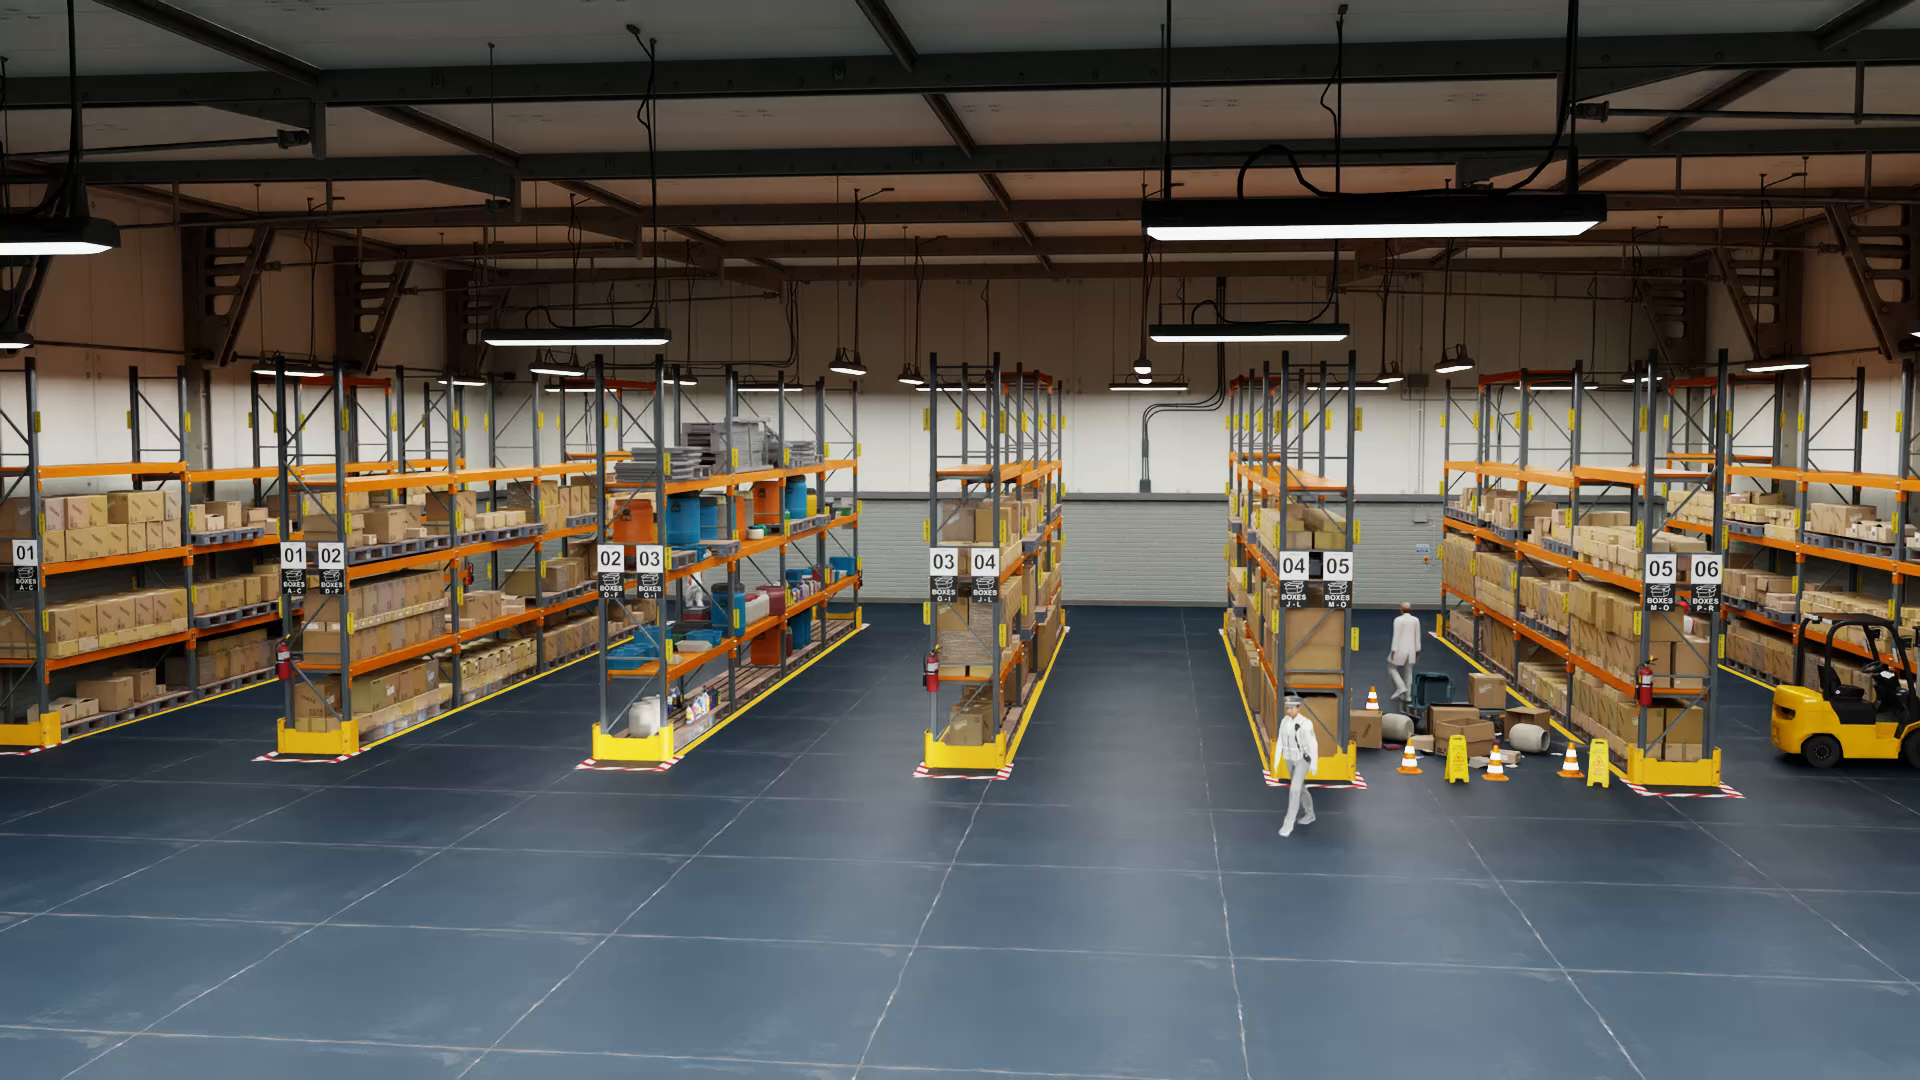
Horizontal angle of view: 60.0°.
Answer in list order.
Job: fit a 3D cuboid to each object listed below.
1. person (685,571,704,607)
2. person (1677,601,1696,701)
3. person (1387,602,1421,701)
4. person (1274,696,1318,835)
[{"bbox_3d":[-6.691,1.173,41.843,0.753,1.779,0.633,3,5,32],"label":"person"},{"bbox_3d":[12.967,1.997,29.857,0.602,1.791,0.467,-1,4,-20],"label":"person"},{"bbox_3d":[7.996,2.052,29.855,0.638,1.672,0.531,-1,4,-19],"label":"person"},{"bbox_3d":[4.099,2.718,20.414,0.870,1.632,0.511,-3,5,-34],"label":"person"}]
